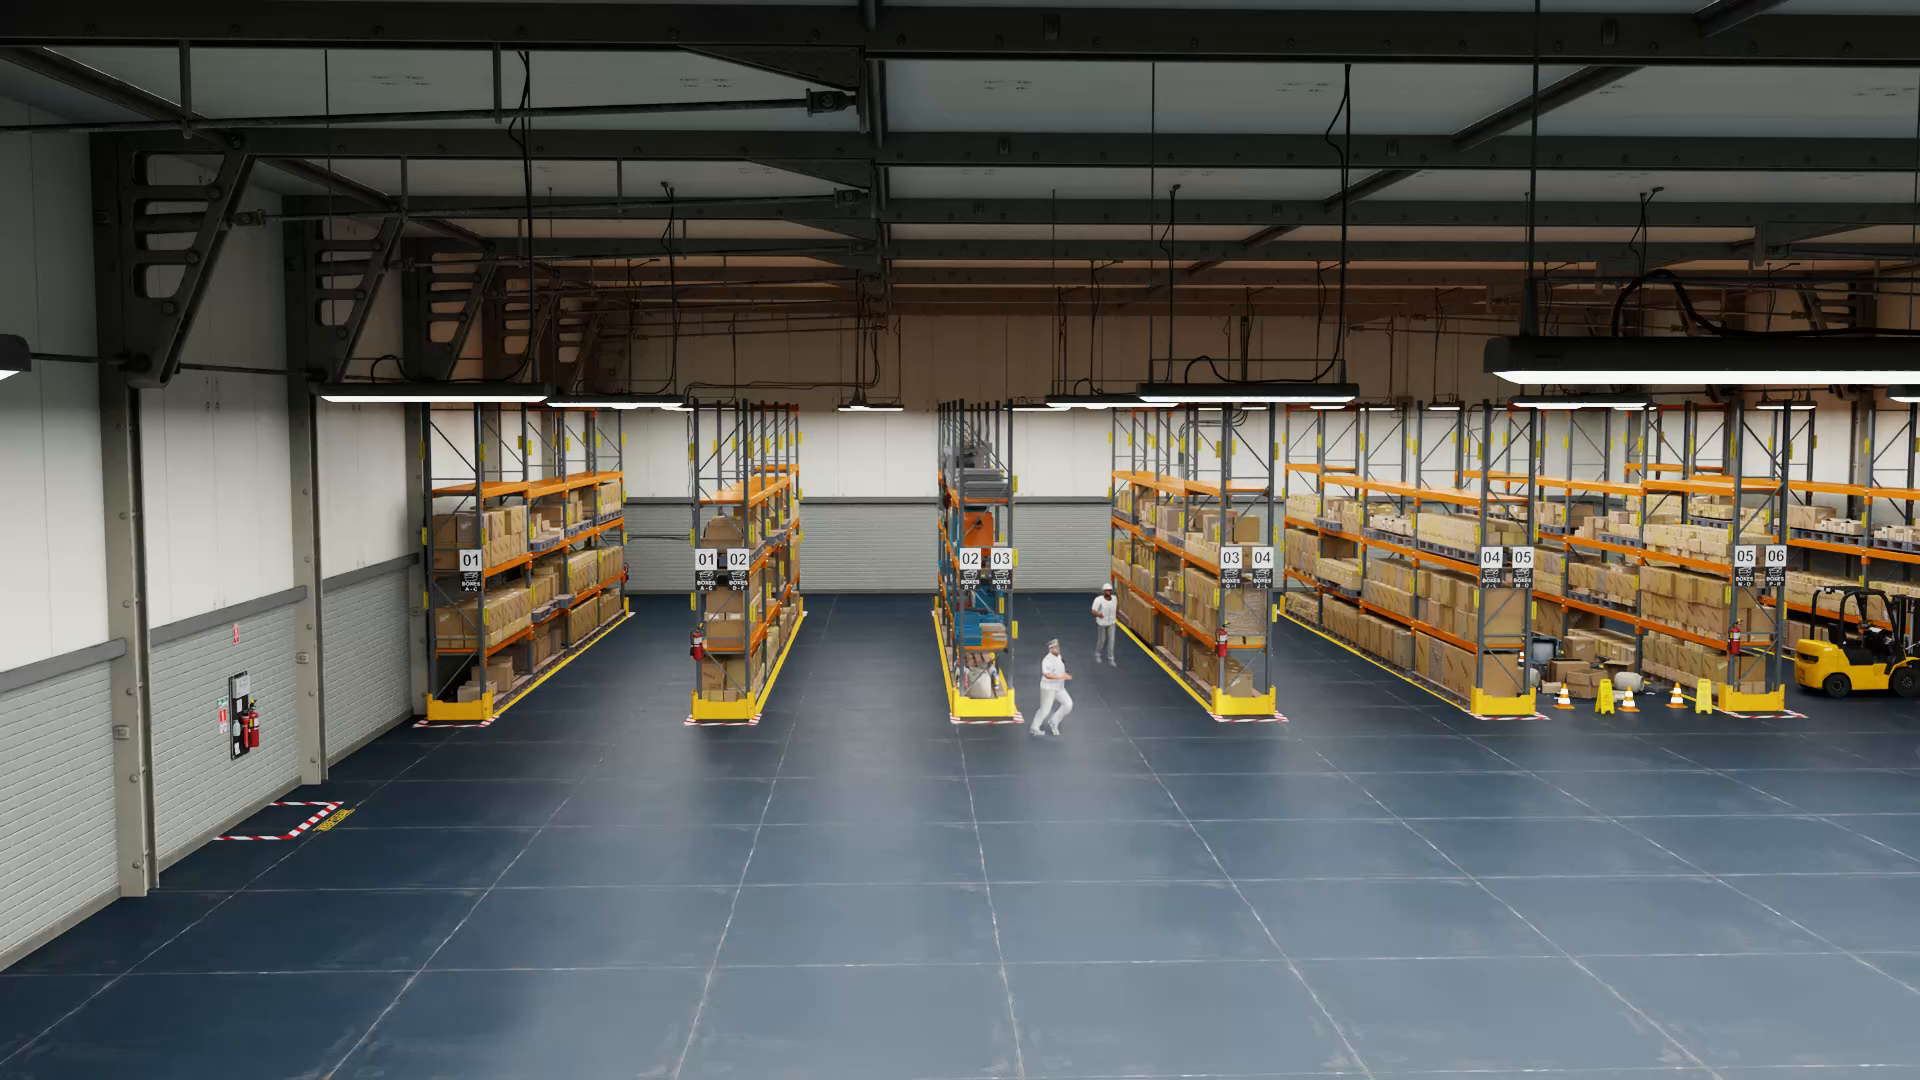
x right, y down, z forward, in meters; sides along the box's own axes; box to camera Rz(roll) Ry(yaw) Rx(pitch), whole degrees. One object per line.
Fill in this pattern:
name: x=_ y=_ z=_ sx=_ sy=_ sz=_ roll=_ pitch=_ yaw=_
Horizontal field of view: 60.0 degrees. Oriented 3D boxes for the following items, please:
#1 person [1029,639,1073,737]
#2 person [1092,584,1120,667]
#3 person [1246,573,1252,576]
person: x=1.660 y=2.606 z=29.380 sx=0.859 sy=1.761 sz=0.679 roll=3 pitch=5 yaw=37
person: x=3.162 y=1.825 z=35.995 sx=0.681 sy=1.788 sz=0.878 roll=-1 pitch=5 yaw=-17
person: x=8.079 y=1.402 z=45.512 sx=0.741 sy=1.739 sz=0.774 roll=0 pitch=4 yaw=6
